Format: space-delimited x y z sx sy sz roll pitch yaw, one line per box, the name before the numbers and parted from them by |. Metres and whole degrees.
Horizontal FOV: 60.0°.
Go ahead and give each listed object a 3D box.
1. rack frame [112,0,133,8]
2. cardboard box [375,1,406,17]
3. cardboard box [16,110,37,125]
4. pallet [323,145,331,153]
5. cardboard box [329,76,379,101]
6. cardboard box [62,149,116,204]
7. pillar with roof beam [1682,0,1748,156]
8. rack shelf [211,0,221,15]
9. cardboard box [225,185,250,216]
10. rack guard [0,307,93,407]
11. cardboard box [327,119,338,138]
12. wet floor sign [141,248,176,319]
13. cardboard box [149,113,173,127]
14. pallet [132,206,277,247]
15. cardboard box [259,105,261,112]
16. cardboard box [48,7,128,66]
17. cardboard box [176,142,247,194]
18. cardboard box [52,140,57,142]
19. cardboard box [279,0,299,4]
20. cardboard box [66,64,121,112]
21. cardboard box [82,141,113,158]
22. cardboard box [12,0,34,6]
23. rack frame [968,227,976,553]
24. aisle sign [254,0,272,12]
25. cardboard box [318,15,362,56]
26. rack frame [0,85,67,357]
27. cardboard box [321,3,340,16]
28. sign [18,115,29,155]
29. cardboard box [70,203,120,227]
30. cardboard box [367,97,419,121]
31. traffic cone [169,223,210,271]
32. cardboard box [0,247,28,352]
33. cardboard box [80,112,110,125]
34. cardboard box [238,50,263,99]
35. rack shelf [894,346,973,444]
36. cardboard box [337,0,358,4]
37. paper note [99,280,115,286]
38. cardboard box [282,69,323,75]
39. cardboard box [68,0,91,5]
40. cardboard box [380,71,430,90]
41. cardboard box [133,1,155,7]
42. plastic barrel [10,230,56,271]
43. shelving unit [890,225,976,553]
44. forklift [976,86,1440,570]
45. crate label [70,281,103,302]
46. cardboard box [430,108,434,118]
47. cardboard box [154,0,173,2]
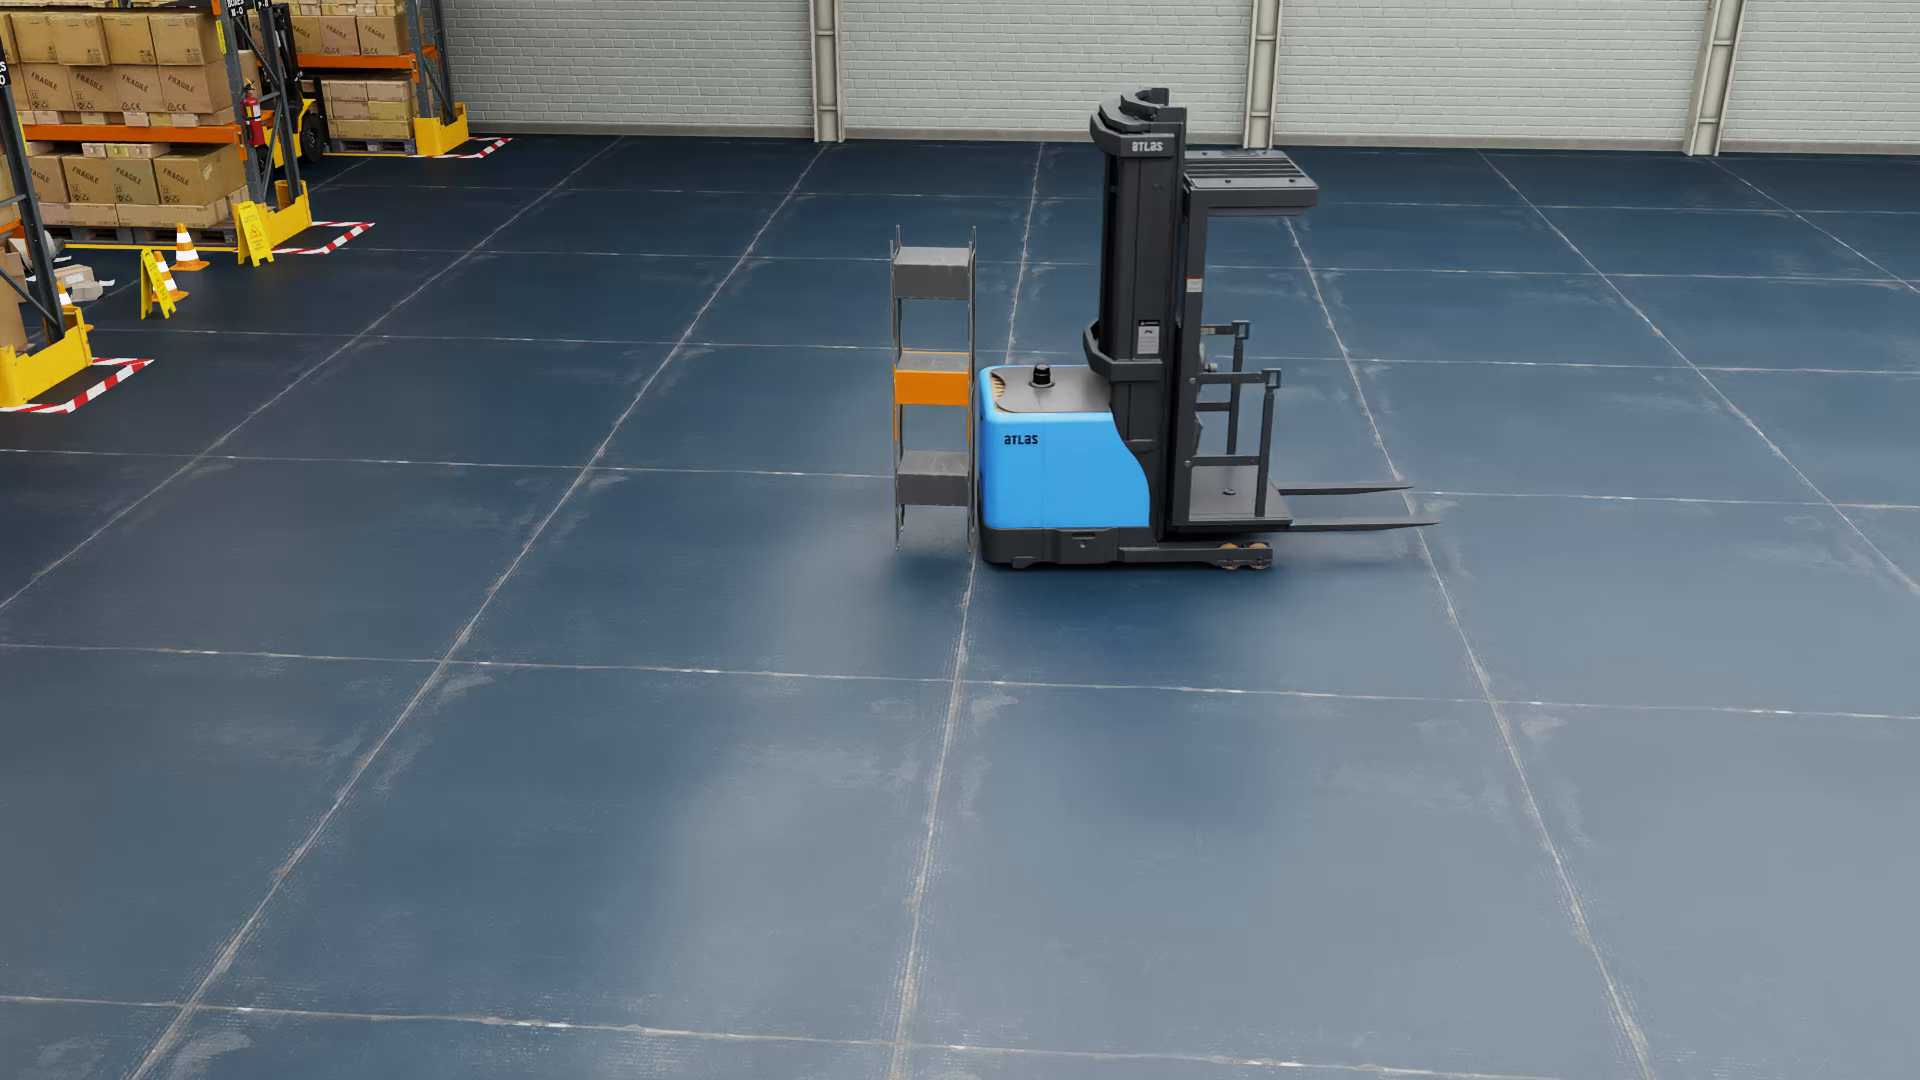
rack frame | -11.192 -6.959 22.785 0.127 3.000 1.000 2 25 4
cardboard box | -7.571 -7.065 22.120 0.250 0.149 0.380 2 25 5
cardboard box | -10.004 -4.587 17.931 0.250 0.149 0.380 2 25 4
pallet | -9.183 -5.611 23.192 1.213 0.211 1.003 2 25 4
cardboard box | -8.196 -6.125 22.564 0.500 0.250 0.500 2 25 5
cardboard box | -9.422 -3.995 18.235 0.500 0.500 0.500 1 25 3
pillar with roof beam | 9.789 -7.584 16.966 0.400 9.000 9.100 2 25 4
rack shelf | -9.574 -5.862 17.673 4.000 0.370 1.077 2 25 4
cardboard box | -8.363 -3.845 18.804 0.500 0.250 0.500 2 25 4
rack guard | -7.834 -1.559 14.040 0.348 0.500 1.175 2 25 4
cardboard box | -8.690 -5.695 22.826 0.500 0.250 0.500 2 25 5
wet floor sign | -7.678 -2.450 15.803 0.232 0.644 0.267 -2 25 -5
cardboard box | -8.484 -4.550 17.849 0.250 0.149 0.380 1 25 3
pallet | -8.463 -3.538 18.687 1.213 0.211 1.003 2 25 4
cardboard box | -7.903 -4.745 18.274 0.250 0.149 0.380 2 25 4
cardboard box | -9.127 -5.315 17.540 0.500 0.500 0.700 2 25 3
cardboard box | -8.387 -4.186 18.648 0.500 0.500 0.500 1 25 2
cardboard box | -10.451 -4.250 18.787 0.500 0.500 0.500 2 25 5
cardboard box | -8.857 -7.229 22.120 0.250 0.149 0.380 2 25 5
cardboard box | -9.140 -4.880 17.792 0.500 0.500 0.500 2 25 4
cardboard box | -9.283 -4.258 18.029 0.250 0.149 0.380 3 25 6
cardboard box | -12.577 -7.235 22.490 0.250 0.149 0.380 1 25 3
rack frame | 0.078 -0.951 10.806 0.015 2.100 0.400 2 25 4
aisle sign | -7.495 -6.070 17.743 0.004 0.787 0.394 2 25 4
cardboard box | -8.231 -6.803 22.326 0.500 0.500 0.500 3 25 6
rack frame | -7.858 -2.696 13.520 0.127 3.000 1.000 2 25 4
cardboard box | -8.328 -7.107 22.212 0.250 0.149 0.380 2 25 4
sign | -7.810 -3.356 13.824 0.005 0.325 0.100 2 25 4
cardboard box | -9.445 -3.652 18.384 0.500 0.250 0.500 1 25 2
cardboard box | -7.713 -5.885 22.640 0.500 0.250 0.500 2 25 3
traffic cone | -8.108 -3.086 17.402 0.334 0.463 0.336 2 25 4
cardboard box | -8.539 -1.915 13.863 0.875 0.875 0.875 2 25 4
cardboard box | -9.250 -4.582 17.921 0.250 0.149 0.380 2 25 3
cardboard box | -8.031 -5.073 18.211 0.500 0.500 0.500 1 25 3
rack shelf | -0.165 -0.947 10.828 0.480 0.518 0.431 2 25 4
cardboard box | -8.088 -7.222 22.105 0.250 0.149 0.380 2 25 5
paper note | -8.675 -2.614 16.894 0.142 0.019 0.148 -7 26 -14
cardboard box | -9.175 -6.375 23.107 0.500 0.250 0.500 1 25 3
cardboard box | -11.808 -7.218 22.452 0.250 0.149 0.380 1 25 3
cardboard box | -7.668 -6.321 22.989 0.500 0.250 0.500 1 25 3
cardboard box | -10.894 -7.179 22.368 0.250 0.149 0.380 1 25 3
plastic barrel | -9.755 -3.027 17.321 0.421 0.421 0.512 22 33 39
shelving unit | -0.165 -0.959 10.823 0.503 2.100 0.431 2 25 4
forklift | 1.646 -1.359 10.698 3.031 2.935 1.130 -1 25 -2
crate label | -8.642 -2.463 16.440 0.298 0.136 0.250 -11 27 -23
cardboard box | -7.679 -5.870 23.205 0.500 0.250 0.500 2 25 4
cardboard box | -10.628 -7.337 22.355 0.250 0.149 0.380 2 25 5
